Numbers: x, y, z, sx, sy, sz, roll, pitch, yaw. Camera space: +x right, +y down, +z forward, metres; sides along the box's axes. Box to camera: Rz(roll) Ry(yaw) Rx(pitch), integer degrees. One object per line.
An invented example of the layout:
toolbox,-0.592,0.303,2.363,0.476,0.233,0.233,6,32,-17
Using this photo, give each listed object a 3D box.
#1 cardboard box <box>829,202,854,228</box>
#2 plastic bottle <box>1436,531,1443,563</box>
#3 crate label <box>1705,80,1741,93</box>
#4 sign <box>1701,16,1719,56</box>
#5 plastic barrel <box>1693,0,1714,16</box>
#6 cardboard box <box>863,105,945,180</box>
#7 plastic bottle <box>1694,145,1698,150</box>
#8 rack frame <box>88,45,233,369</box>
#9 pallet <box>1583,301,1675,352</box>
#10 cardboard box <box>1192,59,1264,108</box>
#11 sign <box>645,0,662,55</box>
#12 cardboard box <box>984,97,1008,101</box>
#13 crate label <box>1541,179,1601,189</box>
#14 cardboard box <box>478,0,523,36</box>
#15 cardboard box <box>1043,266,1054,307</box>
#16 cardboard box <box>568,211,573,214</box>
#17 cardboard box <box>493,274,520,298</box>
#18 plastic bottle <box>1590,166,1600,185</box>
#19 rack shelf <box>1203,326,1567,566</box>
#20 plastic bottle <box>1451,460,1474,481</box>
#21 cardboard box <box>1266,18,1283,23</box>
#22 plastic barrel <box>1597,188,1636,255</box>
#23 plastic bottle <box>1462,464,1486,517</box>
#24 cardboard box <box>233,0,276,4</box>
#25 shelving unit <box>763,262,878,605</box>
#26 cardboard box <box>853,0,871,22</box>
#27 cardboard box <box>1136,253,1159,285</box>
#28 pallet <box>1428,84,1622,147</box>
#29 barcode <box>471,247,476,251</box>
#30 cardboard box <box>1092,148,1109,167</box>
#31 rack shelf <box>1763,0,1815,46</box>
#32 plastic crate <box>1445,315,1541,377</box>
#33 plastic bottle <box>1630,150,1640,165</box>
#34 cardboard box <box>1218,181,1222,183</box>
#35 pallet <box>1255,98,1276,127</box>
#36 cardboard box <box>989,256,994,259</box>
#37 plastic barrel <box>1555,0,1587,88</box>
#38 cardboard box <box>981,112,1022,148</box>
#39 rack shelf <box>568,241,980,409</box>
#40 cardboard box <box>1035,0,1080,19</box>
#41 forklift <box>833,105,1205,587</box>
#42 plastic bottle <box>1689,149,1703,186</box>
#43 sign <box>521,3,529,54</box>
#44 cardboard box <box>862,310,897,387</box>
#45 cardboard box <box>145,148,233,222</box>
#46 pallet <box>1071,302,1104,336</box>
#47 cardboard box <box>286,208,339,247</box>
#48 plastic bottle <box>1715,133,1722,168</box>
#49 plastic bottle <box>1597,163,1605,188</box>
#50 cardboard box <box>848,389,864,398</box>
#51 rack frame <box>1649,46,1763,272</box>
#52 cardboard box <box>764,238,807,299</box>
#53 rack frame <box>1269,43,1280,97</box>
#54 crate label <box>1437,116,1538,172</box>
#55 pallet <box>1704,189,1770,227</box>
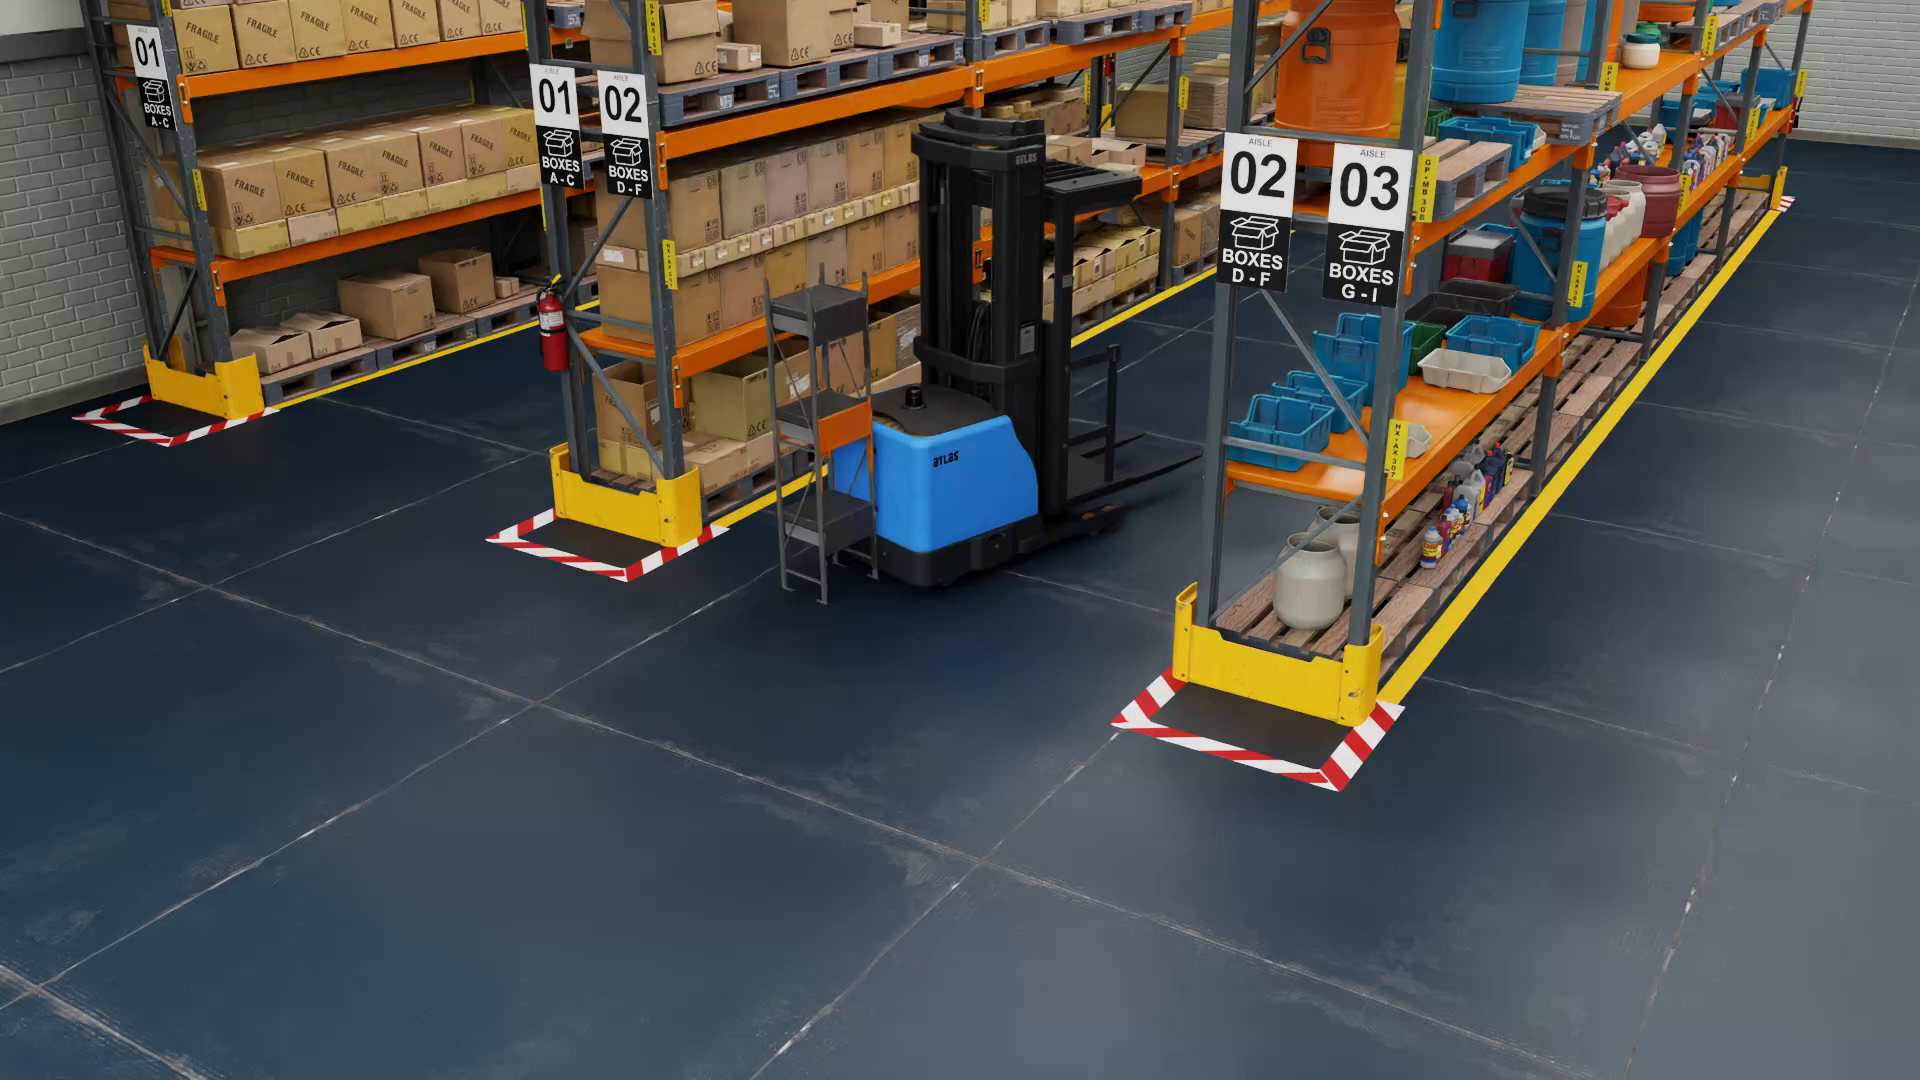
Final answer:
cardboard box,-1.044,-2.541,12.902,0.380,0.149,0.250,15,28,31
plastic bottle,3.098,0.037,10.857,0.097,0.201,0.097,0,23,0
crate label,9.852,-5.800,21.507,0.416,0.233,0.303,14,27,29
sign,6.513,-4.379,14.446,0.100,0.325,0.005,14,27,29
plastic barrel,6.796,-4.971,15.348,0.294,0.245,0.294,0,23,0
cardboard box,-0.503,-3.343,13.938,0.700,0.500,0.500,14,27,29
plastic bottle,7.644,-3.980,17.330,0.097,0.271,0.097,0,23,0
rack frame,-6.594,-2.540,13.841,1.000,3.000,0.127,14,27,29
pallet,6.423,-2.159,16.471,1.003,0.211,1.213,14,27,29
cardboard box,3.197,-5.433,19.870,0.700,0.500,0.500,19,30,37
sign,-1.916,-3.198,10.387,0.100,0.325,0.005,14,27,29
cardboard box,0.521,-6.509,24.811,0.380,0.149,0.250,14,27,29
crate label,5.288,-2.901,14.631,0.502,0.435,0.616,14,27,29
cardboard box,-4.542,-5.098,15.824,0.500,0.500,0.500,15,27,30
cardboard box,0.696,-2.471,15.909,0.500,0.311,0.500,13,27,27
cardboard box,-3.880,-3.381,18.377,0.700,0.500,0.500,13,27,28
cardboard box,-4.741,-2.604,17.003,0.380,0.166,0.250,10,25,22
plastic bottle,6.194,-3.509,16.242,0.097,0.271,0.097,0,23,0
rack shelf,2.877,-0.808,10.747,1.077,0.370,4.000,14,27,29
plastic bottle,3.597,-0.445,11.878,0.152,0.276,0.135,14,27,29
cardboard box,4.261,-6.456,21.503,0.500,0.500,0.500,13,27,28
plastic barrel,5.459,-2.681,14.026,0.421,0.512,0.421,0,23,0
plastic bottle,3.566,-0.348,11.559,0.144,0.351,0.185,14,27,29
cardboard box,-5.877,-4.668,13.572,0.500,0.500,0.500,14,27,28
shelving unit,-0.875,-0.668,10.636,0.431,2.100,0.503,18,31,36
cardboard box,-1.048,-4.148,13.189,0.500,0.311,0.500,12,26,26
cardboard box,1.766,-2.905,17.617,0.500,0.250,0.500,15,27,30
pallet,3.635,-2.839,10.995,1.213,0.211,1.003,14,27,29
barcode,-4.973,-2.959,17.000,0.001,0.075,0.075,14,27,29
cardboard box,1.200,-3.901,17.097,0.500,0.311,0.500,14,27,28
rack shelf,9.207,-6.235,19.507,1.077,0.370,4.000,14,27,29
plastic crate,3.579,-1.315,11.199,0.499,0.251,0.616,14,27,29
plastic bottle,6.909,-3.858,17.048,0.097,0.271,0.097,0,23,0
cardboard box,3.396,-4.047,19.915,0.500,0.500,0.500,14,27,30
pallet,3.432,-5.218,20.269,1.003,0.211,1.213,14,27,29
cardboard box,0.499,-2.751,16.557,0.500,0.311,0.500,13,27,28
plastic barrel,4.361,-3.858,12.479,0.600,0.901,0.600,0,23,0
cardboard box,0.485,-6.035,24.533,0.700,0.500,0.500,14,27,28
rack shelf,-1.329,-1.848,13.148,1.077,0.370,4.000,14,27,29
cardboard box,0.787,-4.986,15.376,0.500,0.250,0.500,11,26,25
forklift,0.531,-1.510,11.549,3.031,2.935,1.130,-19,30,-38
plastic bottle,7.364,-3.740,16.677,0.144,0.351,0.185,14,27,29
sign,-2.838,-3.368,10.963,0.100,0.325,0.005,14,27,29
cardboard box,-0.867,-1.590,13.635,0.500,0.500,0.500,14,27,29
cardboard box,-6.526,-3.028,14.188,0.500,0.500,0.500,14,27,28
pallet,0.724,-2.243,16.666,1.003,0.211,1.213,14,27,29
cardboard box,-5.805,-2.756,14.505,0.500,0.250,0.500,13,27,27
plastic bottle,7.945,-4.112,17.535,0.144,0.351,0.185,14,27,29
plastic bottle,6.297,-3.575,16.394,0.097,0.271,0.097,0,23,0
cardboard box,-1.119,-1.074,13.388,0.500,0.250,0.500,14,27,29
rack frame,8.152,-4.514,18.401,1.000,3.000,0.127,14,27,29
cardboard box,-1.587,-2.048,12.580,0.700,0.500,0.500,14,27,29
rack frame,3.946,-5.553,20.801,1.000,3.000,0.127,14,27,29
crate label,3.090,-2.334,9.778,0.502,0.251,0.408,14,27,29
pallet,9.794,-4.314,21.449,1.003,0.211,1.213,14,27,29
